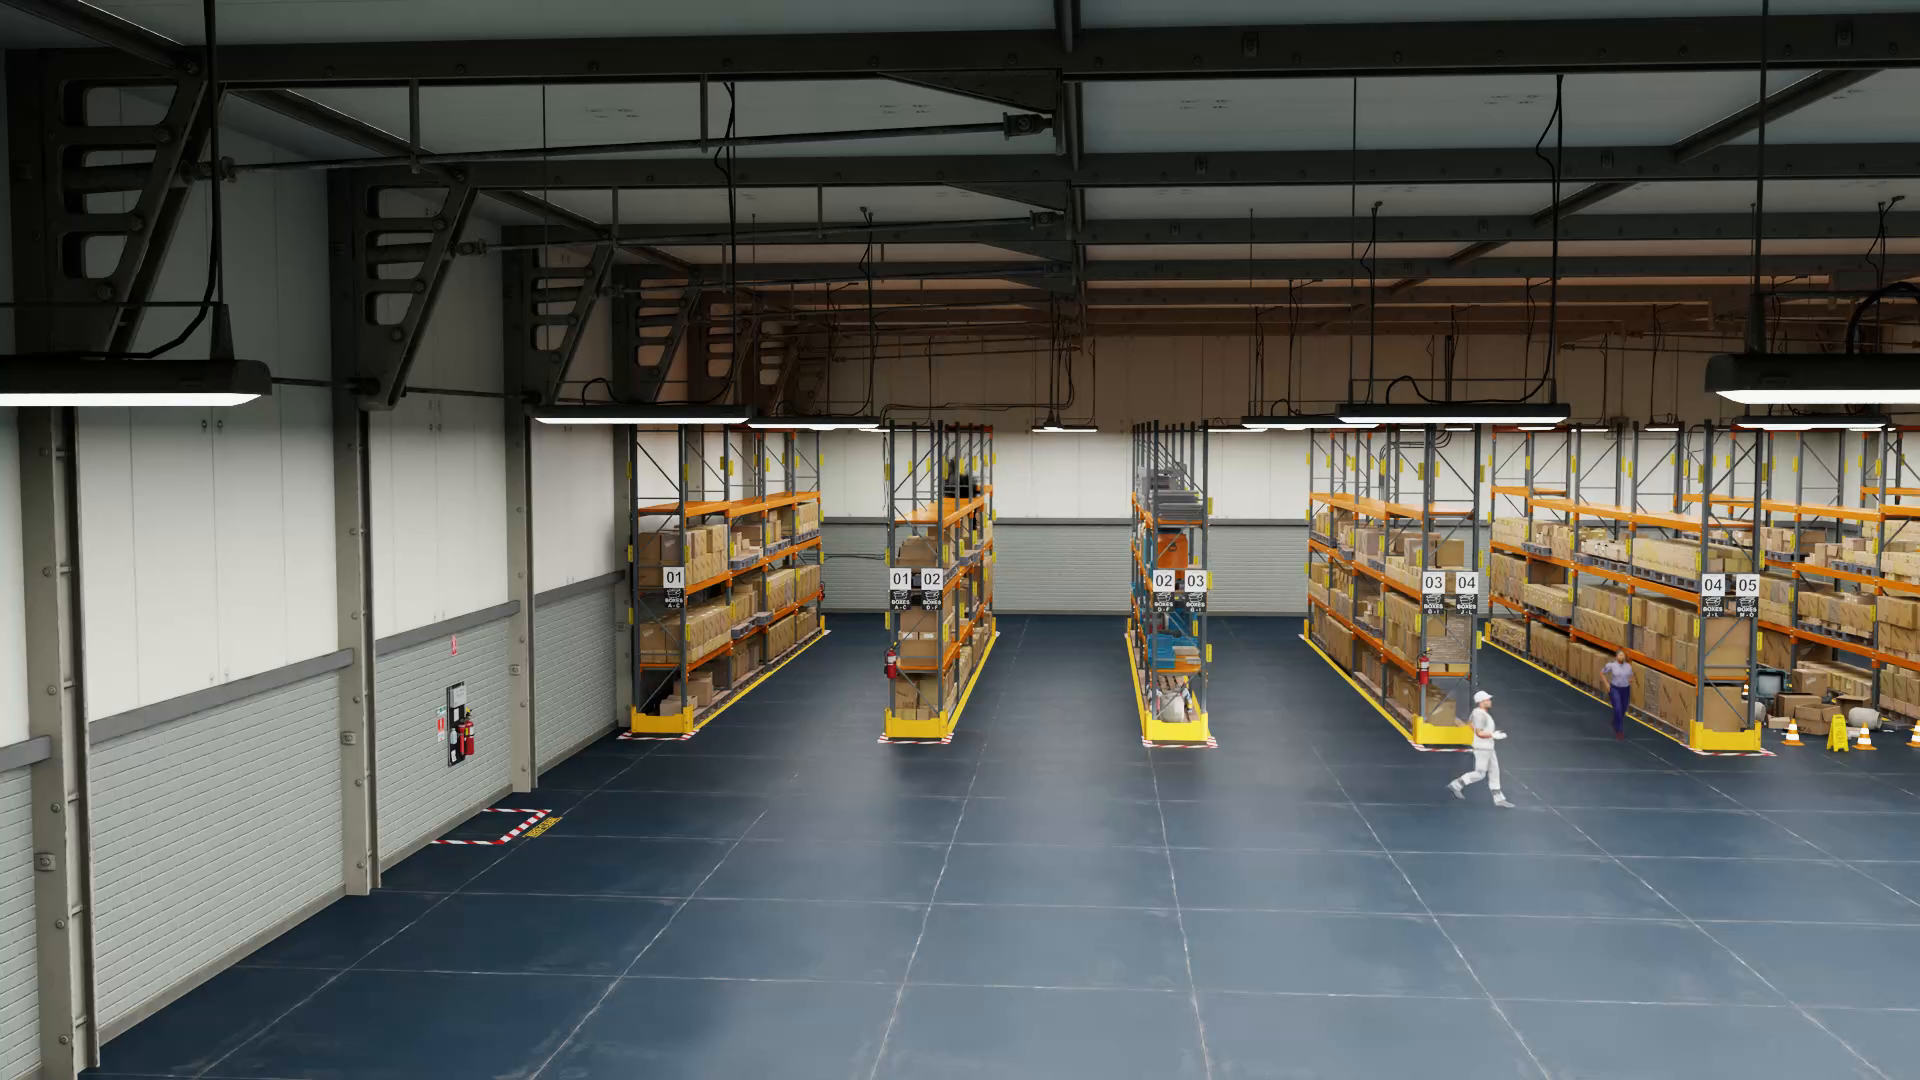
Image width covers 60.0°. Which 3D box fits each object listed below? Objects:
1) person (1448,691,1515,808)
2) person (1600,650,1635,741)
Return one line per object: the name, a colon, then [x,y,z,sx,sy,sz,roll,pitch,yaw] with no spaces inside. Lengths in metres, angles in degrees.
person: [8.002,3.198,25.461,0.985,1.776,0.654,2,4,23]
person: [12.483,2.908,31.505,0.602,1.671,0.793,0,4,-5]
